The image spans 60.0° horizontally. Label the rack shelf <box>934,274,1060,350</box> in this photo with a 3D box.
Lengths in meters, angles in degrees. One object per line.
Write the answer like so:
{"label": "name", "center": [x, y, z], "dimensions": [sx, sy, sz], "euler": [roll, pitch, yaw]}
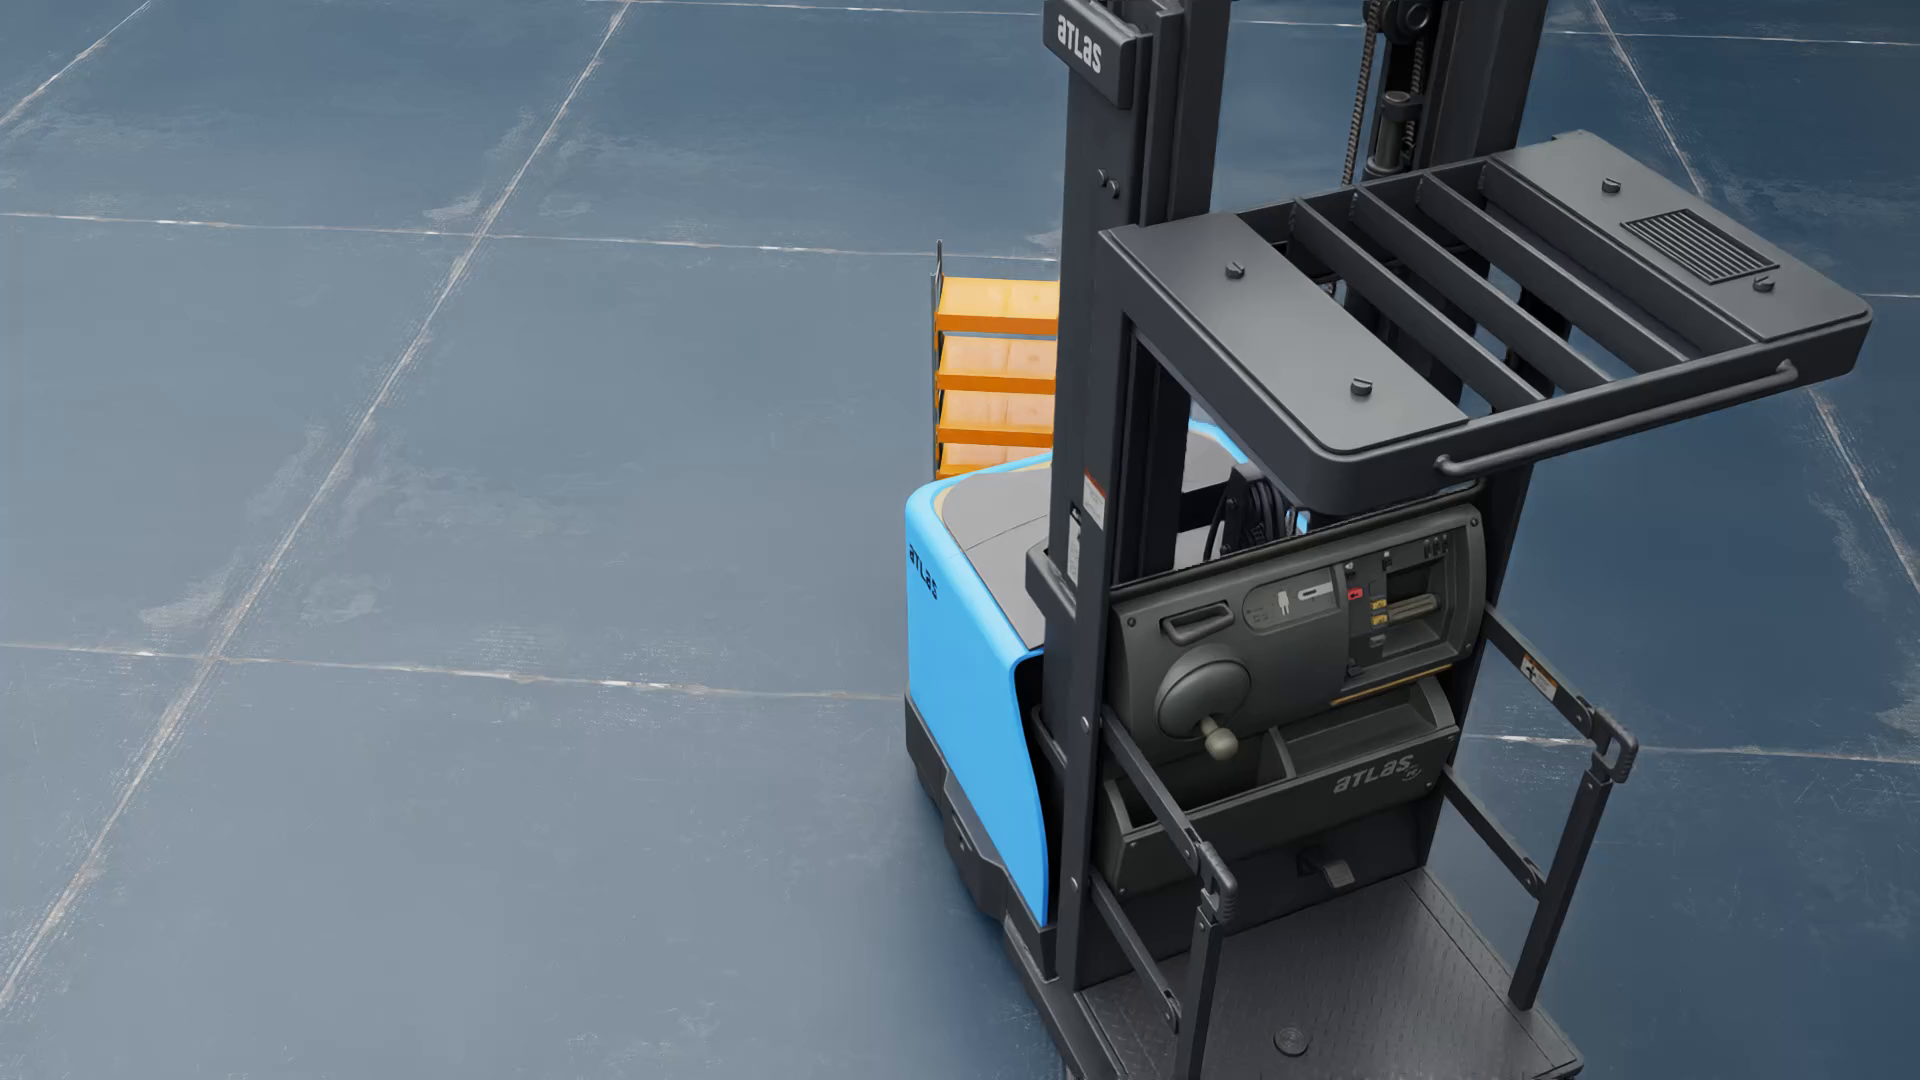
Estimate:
{"label": "rack shelf", "center": [0.165, -0.761, 5.612], "dimensions": [0.480, 0.148, 0.258], "euler": [3, 39, 4]}

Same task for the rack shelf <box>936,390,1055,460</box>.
{"label": "rack shelf", "center": [0.165, -0.404, 5.903], "dimensions": [0.480, 0.148, 0.258], "euler": [3, 39, 4]}

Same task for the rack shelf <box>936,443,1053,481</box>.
{"label": "rack shelf", "center": [0.165, -0.250, 6.028], "dimensions": [0.480, 0.148, 0.258], "euler": [3, 39, 4]}

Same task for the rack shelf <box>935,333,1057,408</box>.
{"label": "rack shelf", "center": [0.165, -0.578, 5.761], "dimensions": [0.480, 0.148, 0.258], "euler": [3, 39, 4]}

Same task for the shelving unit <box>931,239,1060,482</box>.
{"label": "shelving unit", "center": [0.165, -0.456, 5.860], "dimensions": [0.503, 1.200, 0.258], "euler": [3, 39, 4]}

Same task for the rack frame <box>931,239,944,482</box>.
{"label": "rack frame", "center": [-0.078, -0.470, 5.876], "dimensions": [0.015, 1.200, 0.240], "euler": [3, 39, 4]}

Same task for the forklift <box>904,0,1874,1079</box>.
{"label": "forklift", "center": [0.866, 0.286, 3.577], "dimensions": [1.130, 2.935, 3.031], "euler": [-15, 41, -18]}
